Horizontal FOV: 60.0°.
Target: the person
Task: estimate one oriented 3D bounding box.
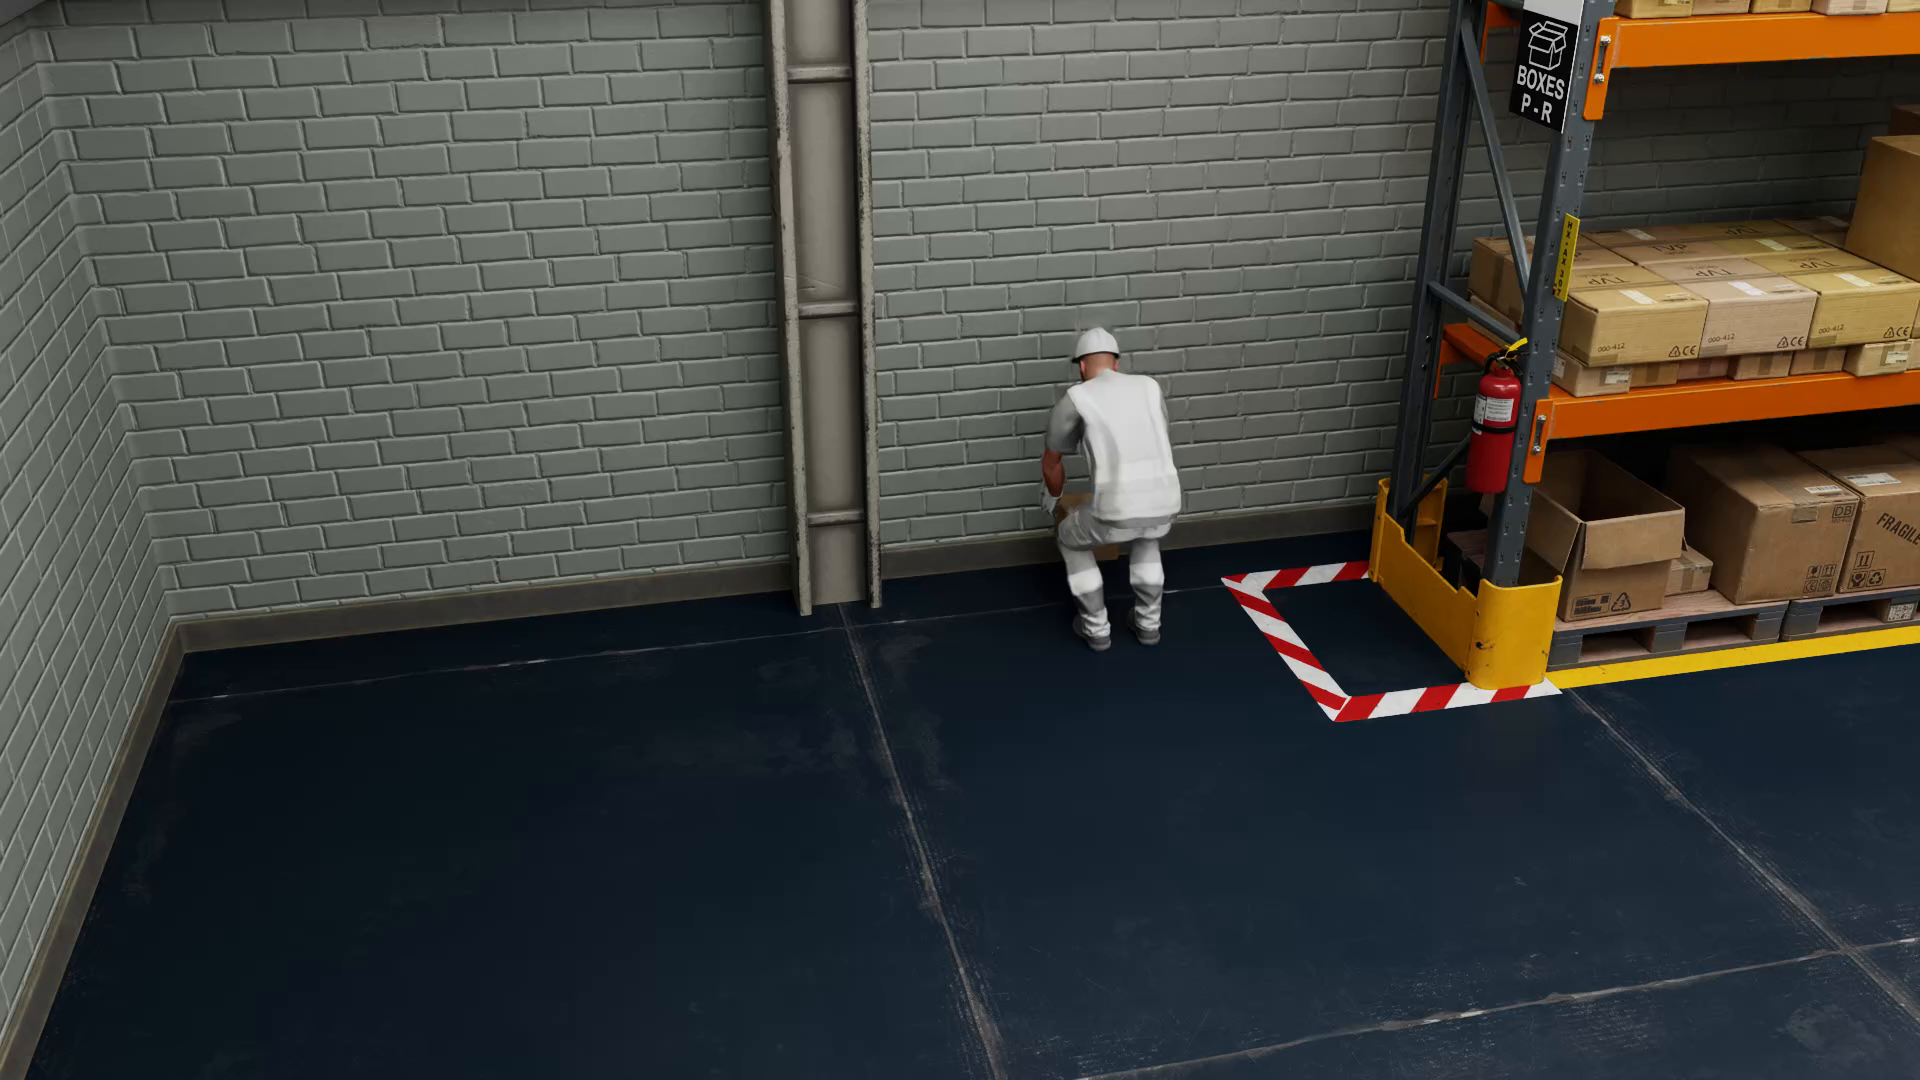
[{"bbox_3d":[0.675,-0.135,7.462,0.581,1.252,0.727,-6,27,-11],"label":"person"}]
